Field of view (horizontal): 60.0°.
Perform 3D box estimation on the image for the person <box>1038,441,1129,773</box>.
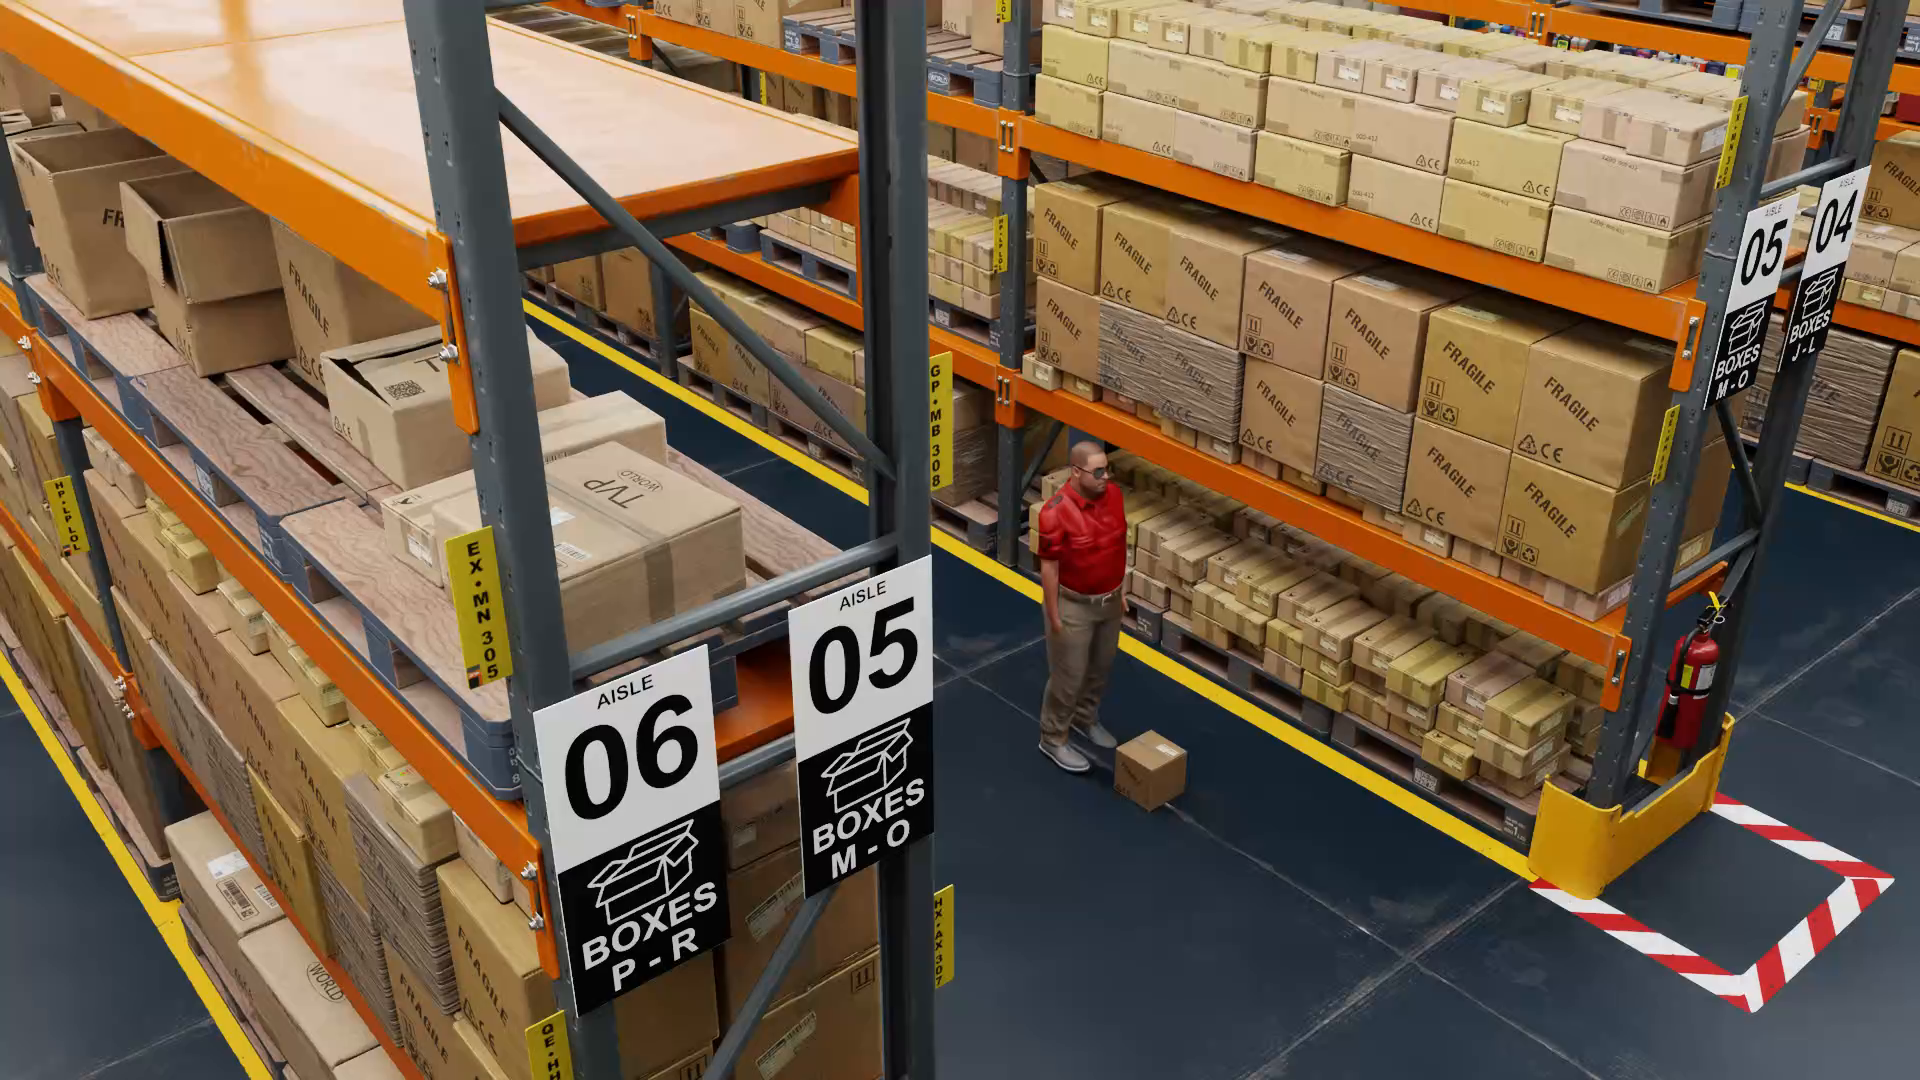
[{"bbox_3d":[0.628,0.333,8.230,0.520,1.757,0.380,-21,35,-34],"label":"person"}]
